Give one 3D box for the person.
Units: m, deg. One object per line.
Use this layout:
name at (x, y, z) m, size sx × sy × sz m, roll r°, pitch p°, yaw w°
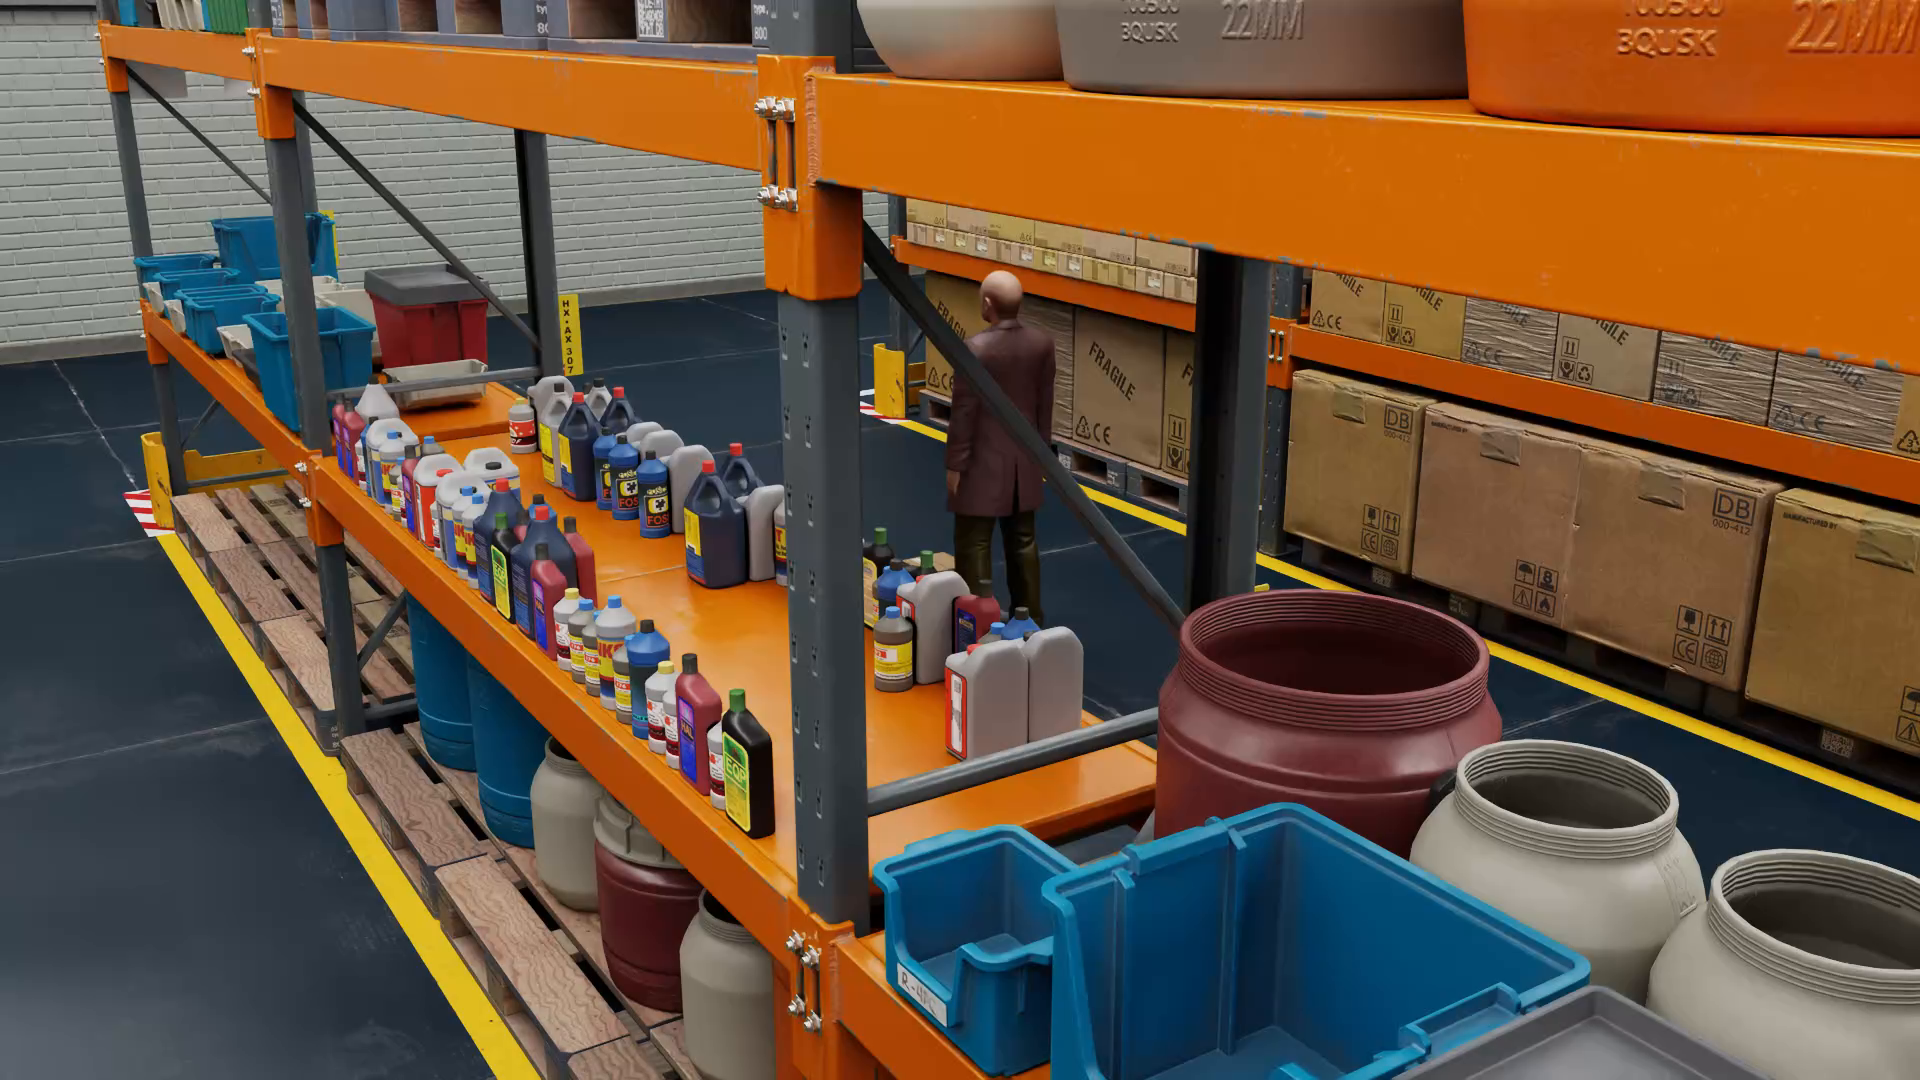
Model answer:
person at (0.170, -0.577, 7.628) m, size 0.581 × 0.912 × 0.323 m, roll -11°, pitch 21°, yaw -31°
